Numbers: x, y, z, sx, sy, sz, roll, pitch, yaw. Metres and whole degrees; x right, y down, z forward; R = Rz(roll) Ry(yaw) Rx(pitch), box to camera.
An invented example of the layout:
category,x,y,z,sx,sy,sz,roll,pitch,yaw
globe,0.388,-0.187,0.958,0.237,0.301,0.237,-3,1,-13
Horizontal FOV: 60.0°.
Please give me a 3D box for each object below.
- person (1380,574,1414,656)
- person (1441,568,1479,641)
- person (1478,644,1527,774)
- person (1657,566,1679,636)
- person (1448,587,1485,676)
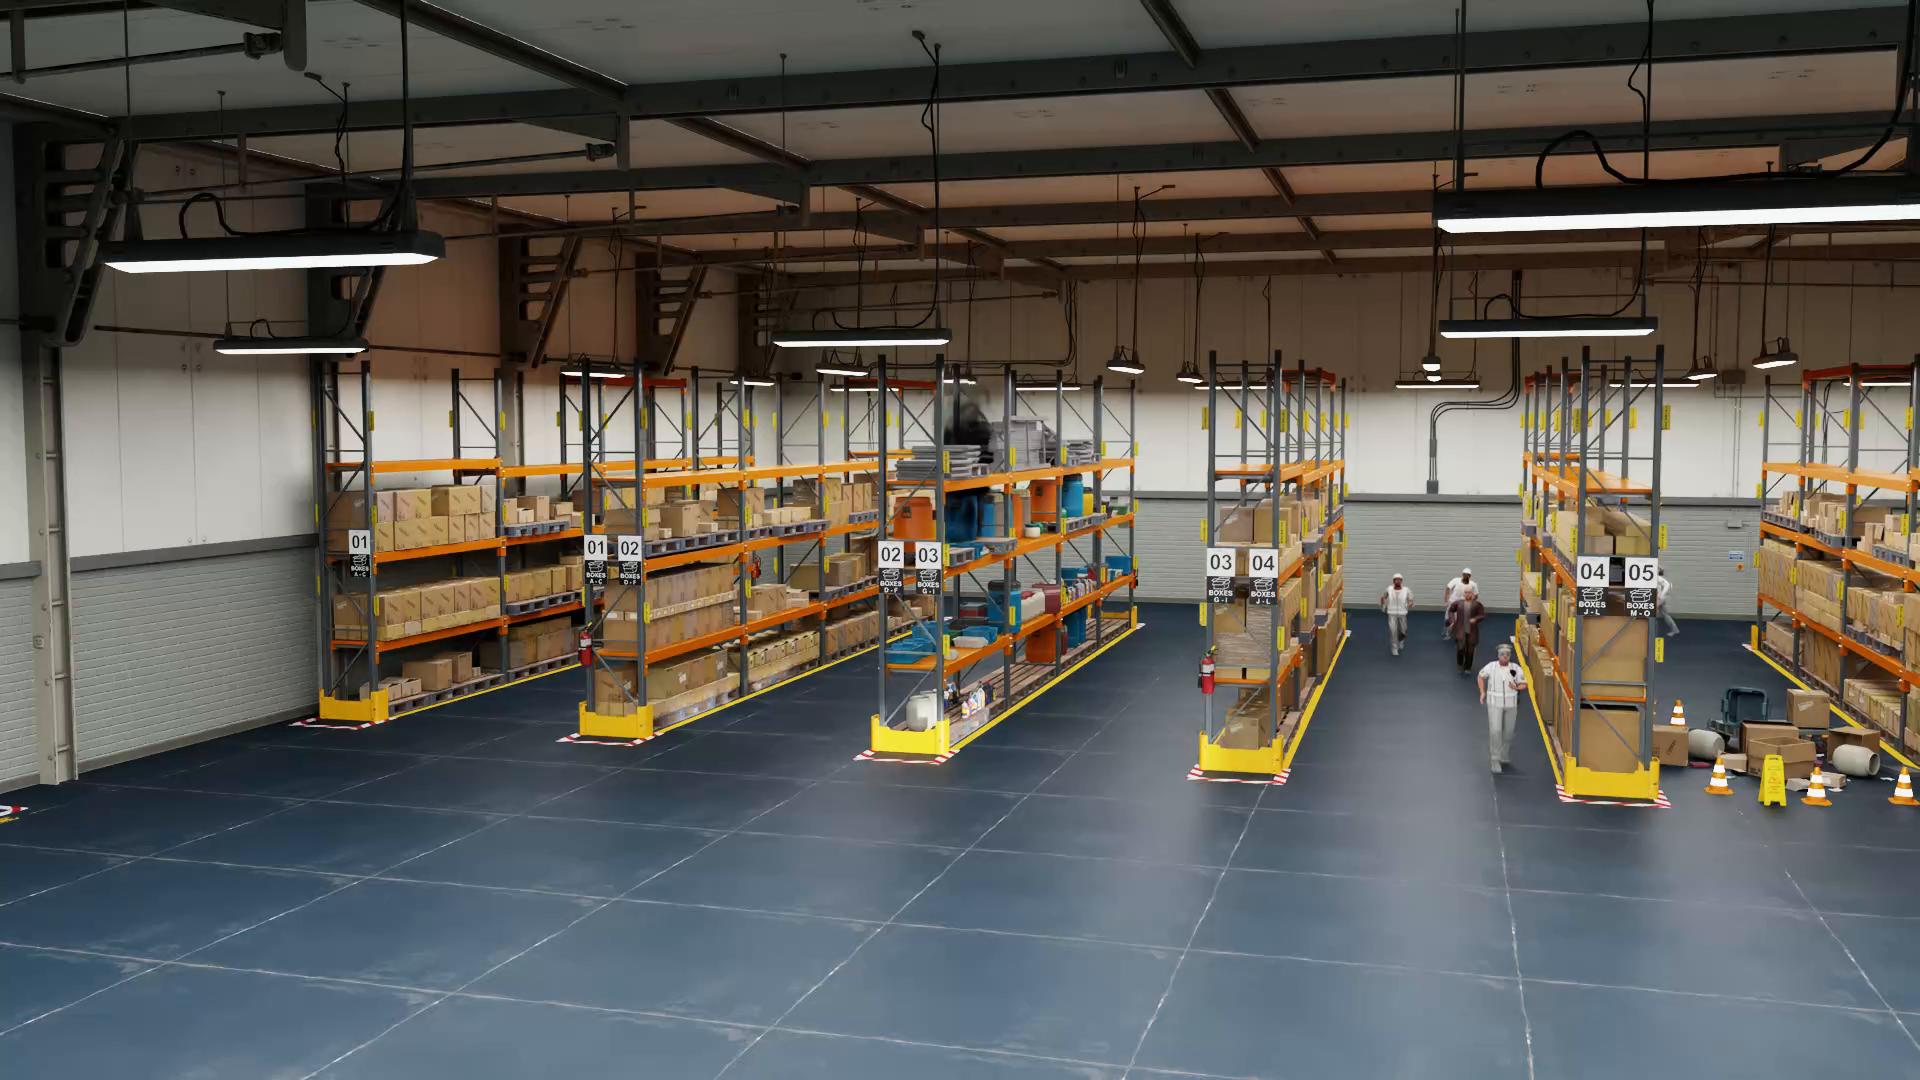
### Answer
category,x,y,z,sx,sy,sz,roll,pitch,yaw
person,9.342,1.590,35.563,0.696,1.750,0.826,1,4,12
person,11.382,1.465,37.872,0.805,1.667,0.536,2,4,21
person,7.819,2.401,23.967,0.640,1.839,0.837,1,4,8
person,16.090,1.429,38.248,0.851,1.729,0.623,2,5,25
person,9.900,1.795,32.505,0.694,1.742,0.700,1,4,15
